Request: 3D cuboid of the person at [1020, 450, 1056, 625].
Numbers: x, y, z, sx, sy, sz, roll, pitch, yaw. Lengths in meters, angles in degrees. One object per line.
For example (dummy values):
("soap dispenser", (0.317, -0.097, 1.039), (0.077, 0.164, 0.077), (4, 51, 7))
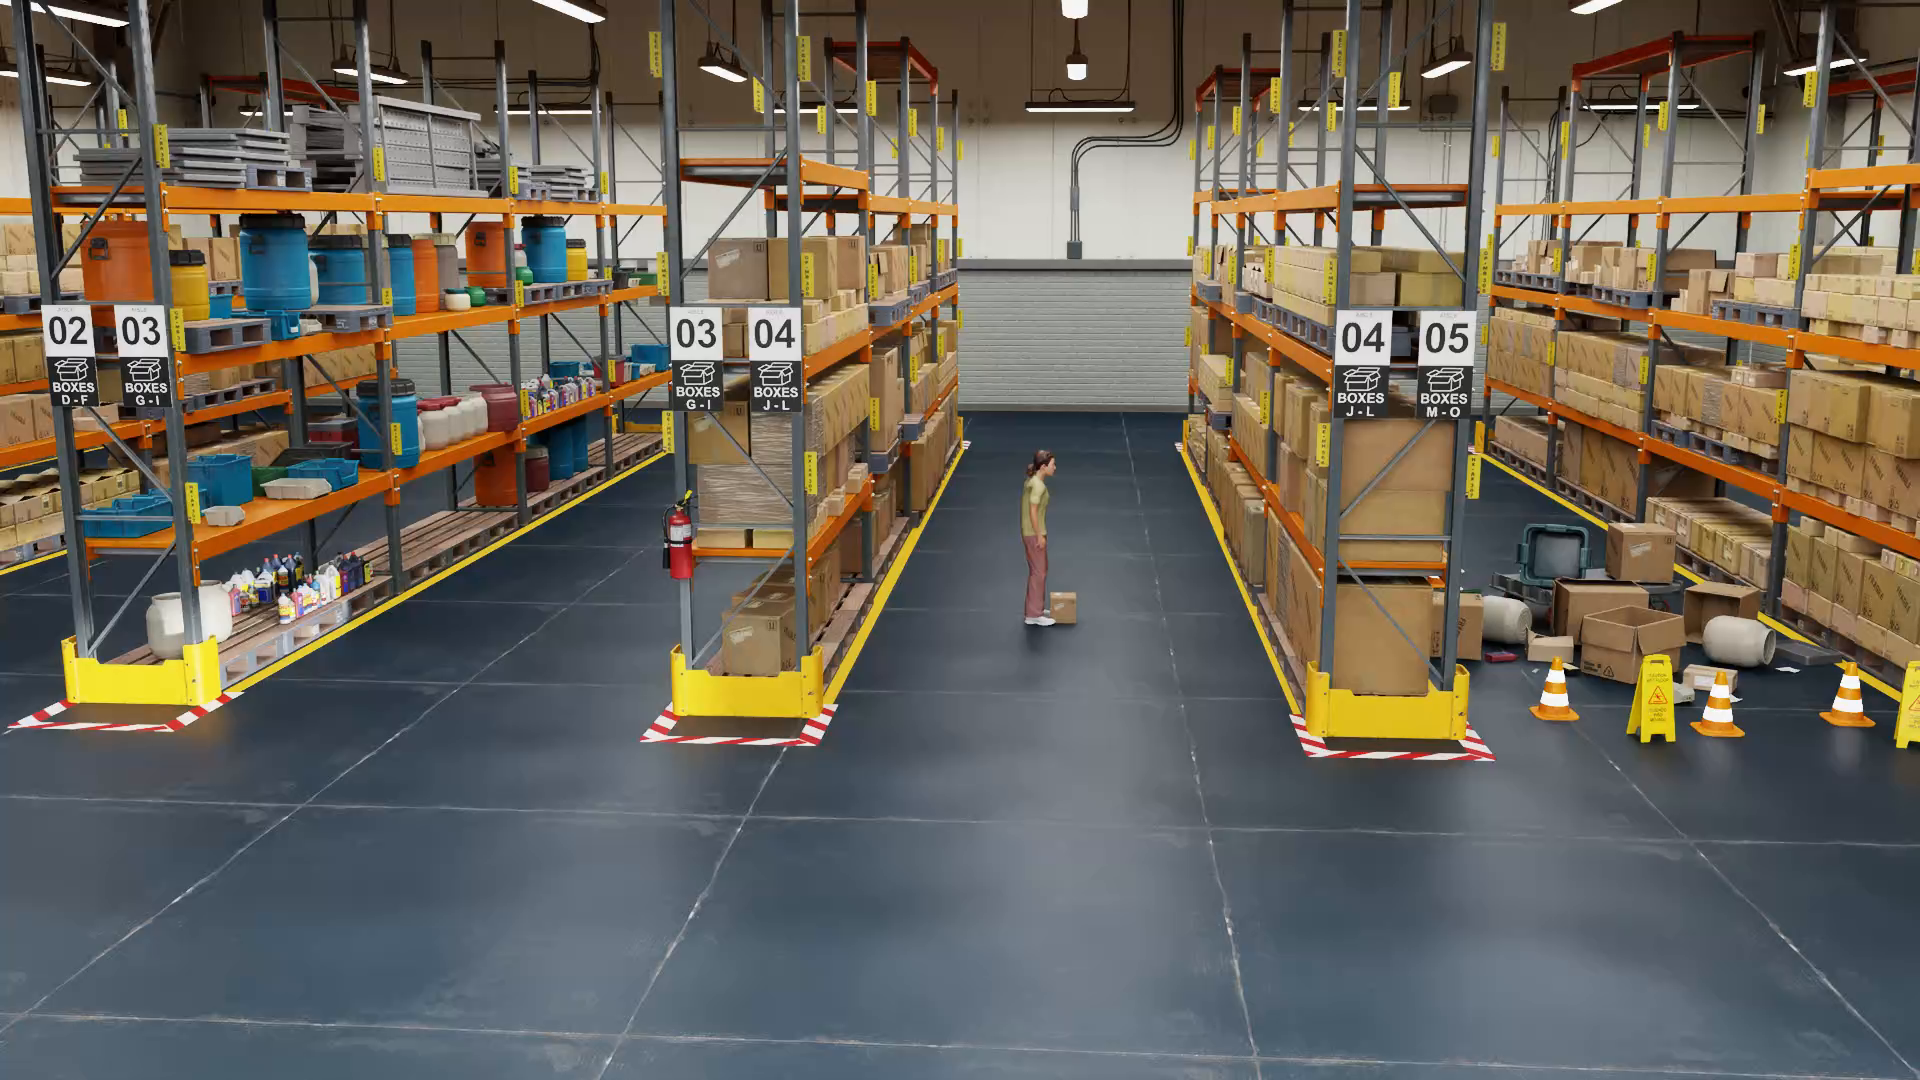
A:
("person", (0.763, -0.039, 16.134), (0.357, 1.673, 0.518), (0, 11, 1))
